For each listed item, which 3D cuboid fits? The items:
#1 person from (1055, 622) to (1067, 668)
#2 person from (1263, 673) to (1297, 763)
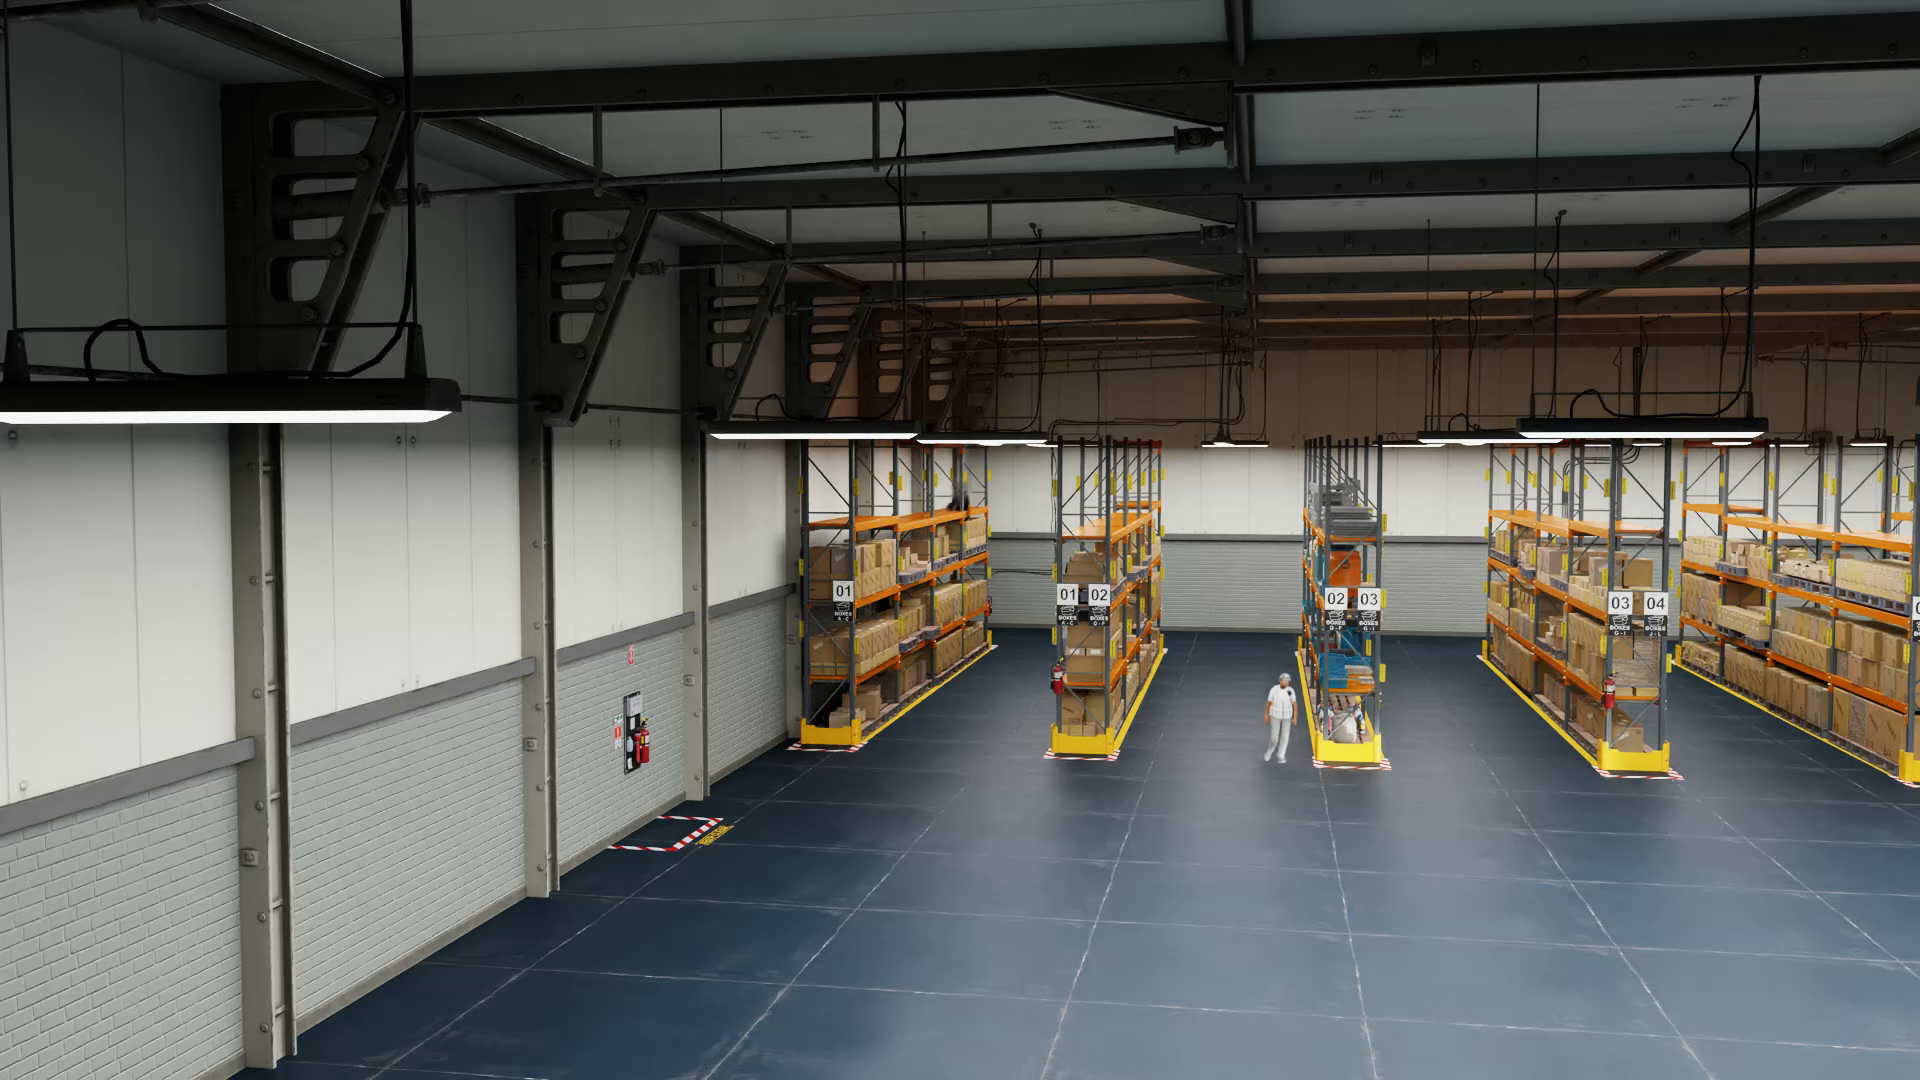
[{"bbox_3d":[2.738,2.482,42.897,0.587,1.585,0.857,1,3,17],"label":"person"},{"bbox_3d":[5.848,3.248,30.320,0.569,1.651,0.430,0,3,-3],"label":"person"}]
